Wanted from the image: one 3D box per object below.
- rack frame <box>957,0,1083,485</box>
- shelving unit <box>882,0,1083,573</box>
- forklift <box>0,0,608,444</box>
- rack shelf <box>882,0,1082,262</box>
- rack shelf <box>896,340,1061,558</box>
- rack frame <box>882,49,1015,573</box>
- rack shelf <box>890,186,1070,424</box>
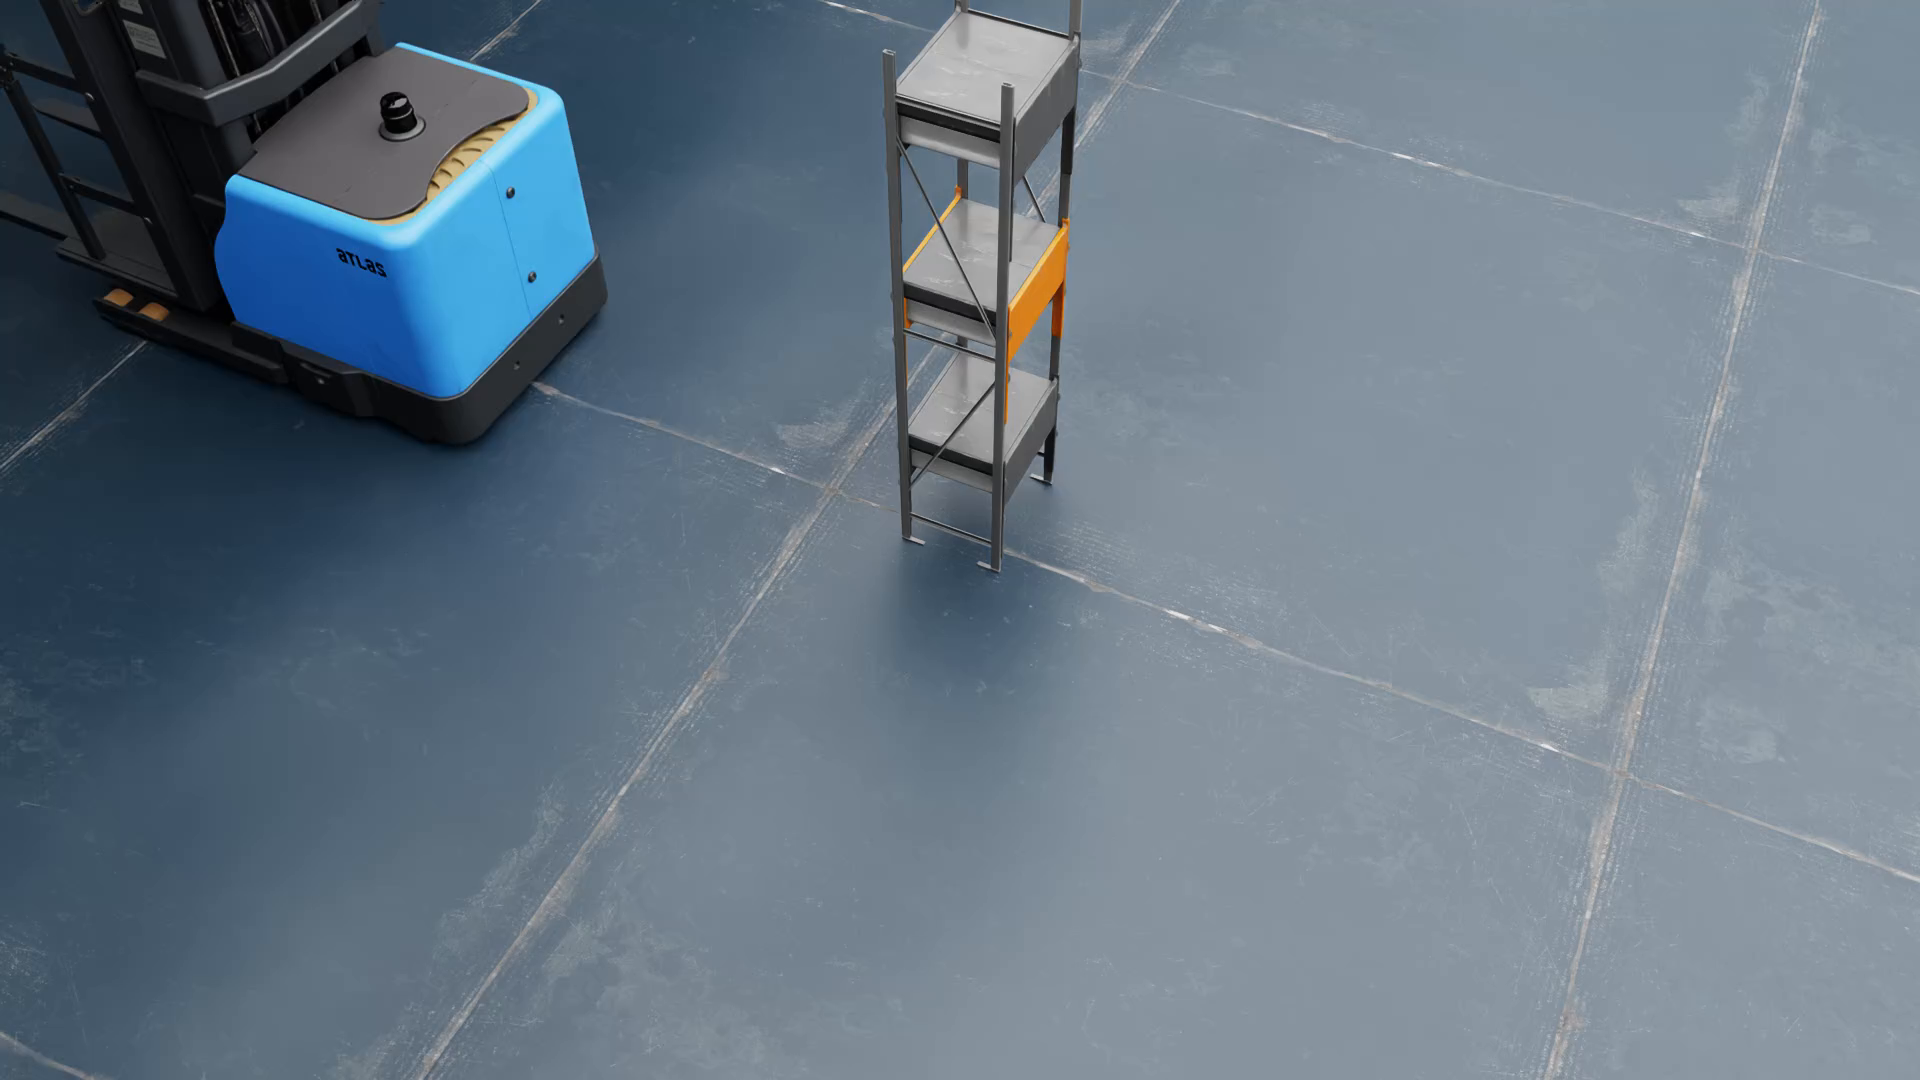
[{"bbox_3d":[0.175,-0.962,5.690,0.400,2.100,0.015,20,52,16],"label":"rack frame"},{"bbox_3d":[0.071,-0.794,5.547,0.431,2.100,0.503,20,52,16],"label":"shelving unit"},{"bbox_3d":[-3.042,-2.115,6.125,3.031,2.935,1.130,20,53,17],"label":"forklift"},{"bbox_3d":[0.071,-1.239,5.025,0.431,0.518,0.480,20,52,16],"label":"rack shelf"},{"bbox_3d":[0.071,-0.332,6.091,0.431,0.518,0.480,20,52,16],"label":"rack shelf"},{"bbox_3d":[-0.034,-0.626,5.404,0.400,2.100,0.015,20,52,16],"label":"rack frame"},{"bbox_3d":[0.071,-0.786,5.558,0.431,0.518,0.480,20,52,16],"label":"rack shelf"}]
